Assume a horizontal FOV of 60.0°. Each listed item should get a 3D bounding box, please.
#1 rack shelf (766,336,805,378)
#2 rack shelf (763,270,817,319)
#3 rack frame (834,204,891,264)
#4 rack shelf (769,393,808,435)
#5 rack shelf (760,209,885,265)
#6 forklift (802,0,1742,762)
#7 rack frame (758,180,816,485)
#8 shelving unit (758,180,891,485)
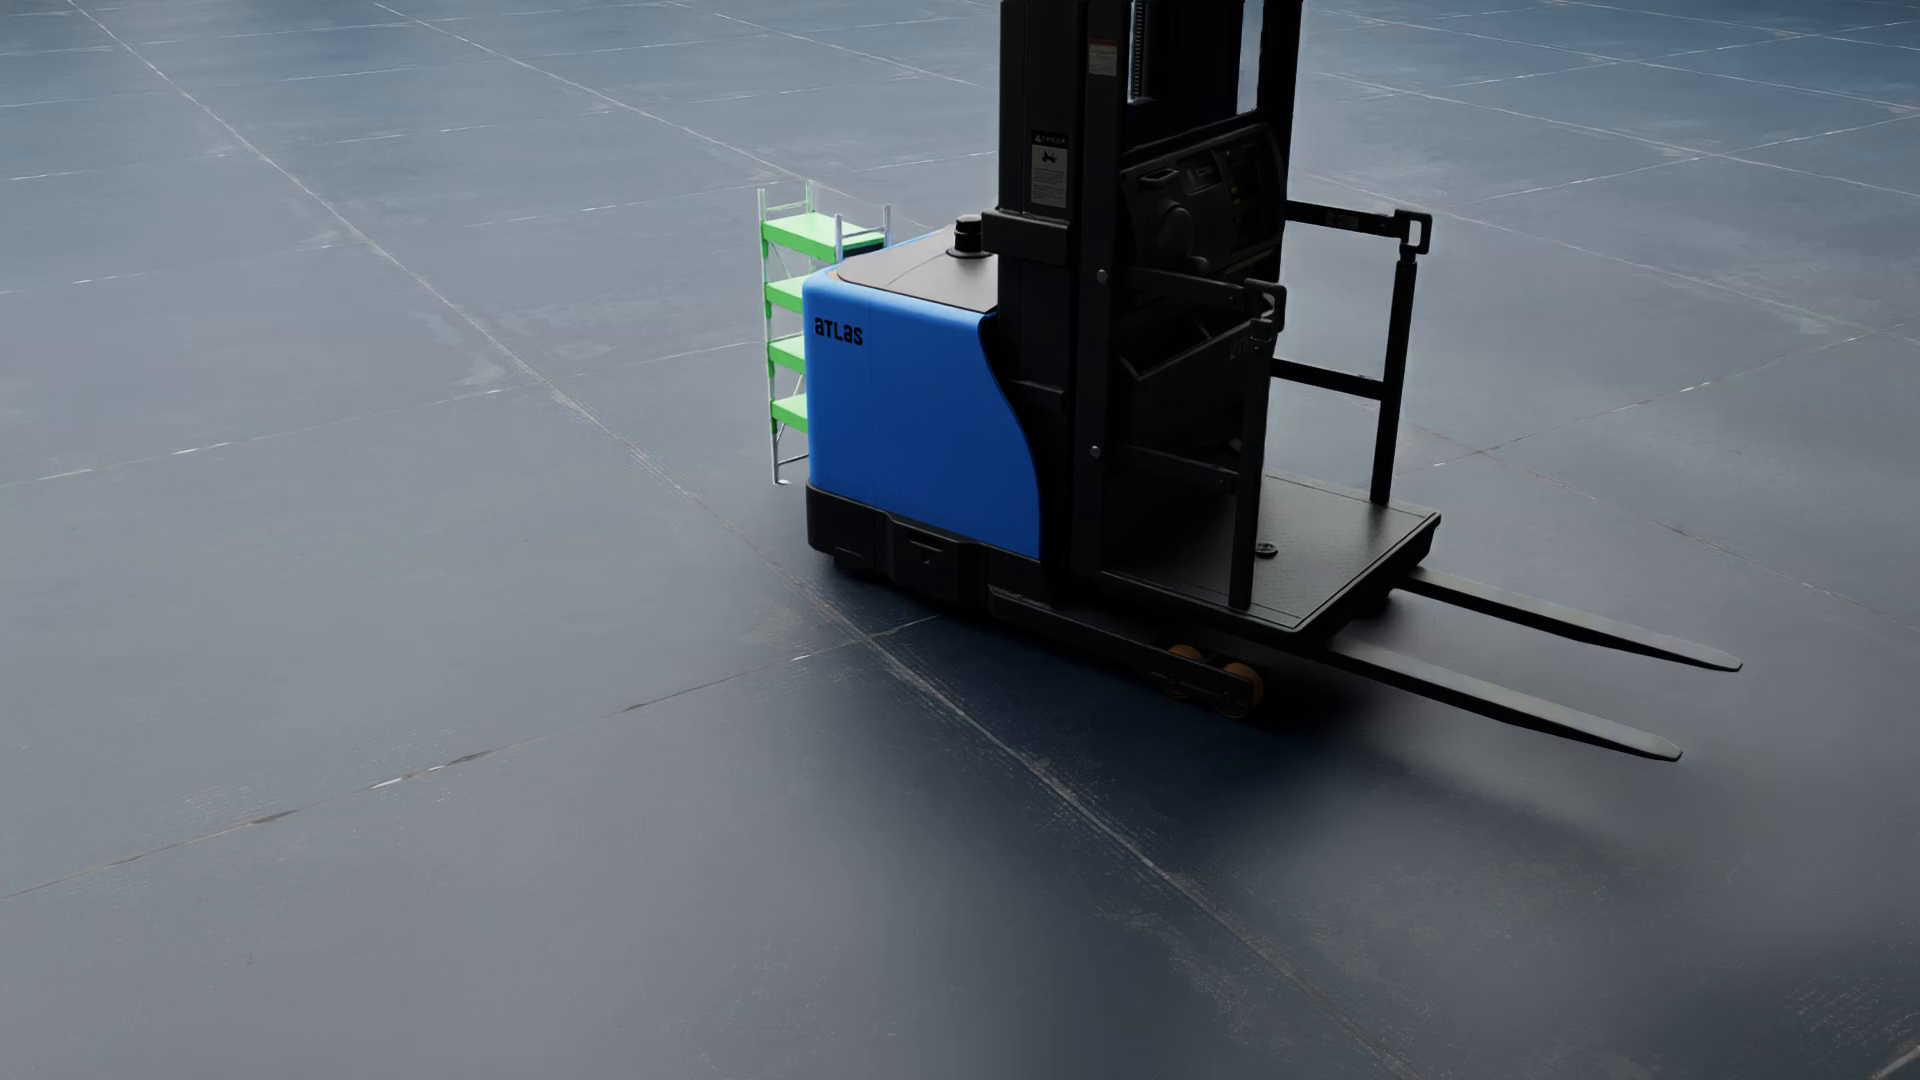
[{"bbox_3d":[-0.503,-0.660,6.393,0.258,0.148,0.480,-20,32,-35],"label":"rack shelf"},{"bbox_3d":[-0.503,-0.877,6.291,0.258,0.148,0.480,-20,32,-35],"label":"rack shelf"},{"bbox_3d":[-0.347,-0.638,6.196,0.240,1.200,0.015,-20,32,-35],"label":"rack frame"},{"bbox_3d":[-0.503,-0.443,6.496,0.258,0.148,0.480,-20,32,-35],"label":"rack shelf"},{"bbox_3d":[-0.503,-1.094,6.188,0.258,0.148,0.480,-20,32,-35],"label":"rack shelf"},{"bbox_3d":[0.925,-1.036,5.010,3.031,2.935,1.130,18,31,33],"label":"forklift"},{"bbox_3d":[-0.659,-0.798,6.535,0.240,1.200,0.015,-20,32,-35],"label":"rack frame"},{"bbox_3d":[-0.503,-0.718,6.366,0.258,1.200,0.503,-20,32,-35],"label":"shelving unit"}]
